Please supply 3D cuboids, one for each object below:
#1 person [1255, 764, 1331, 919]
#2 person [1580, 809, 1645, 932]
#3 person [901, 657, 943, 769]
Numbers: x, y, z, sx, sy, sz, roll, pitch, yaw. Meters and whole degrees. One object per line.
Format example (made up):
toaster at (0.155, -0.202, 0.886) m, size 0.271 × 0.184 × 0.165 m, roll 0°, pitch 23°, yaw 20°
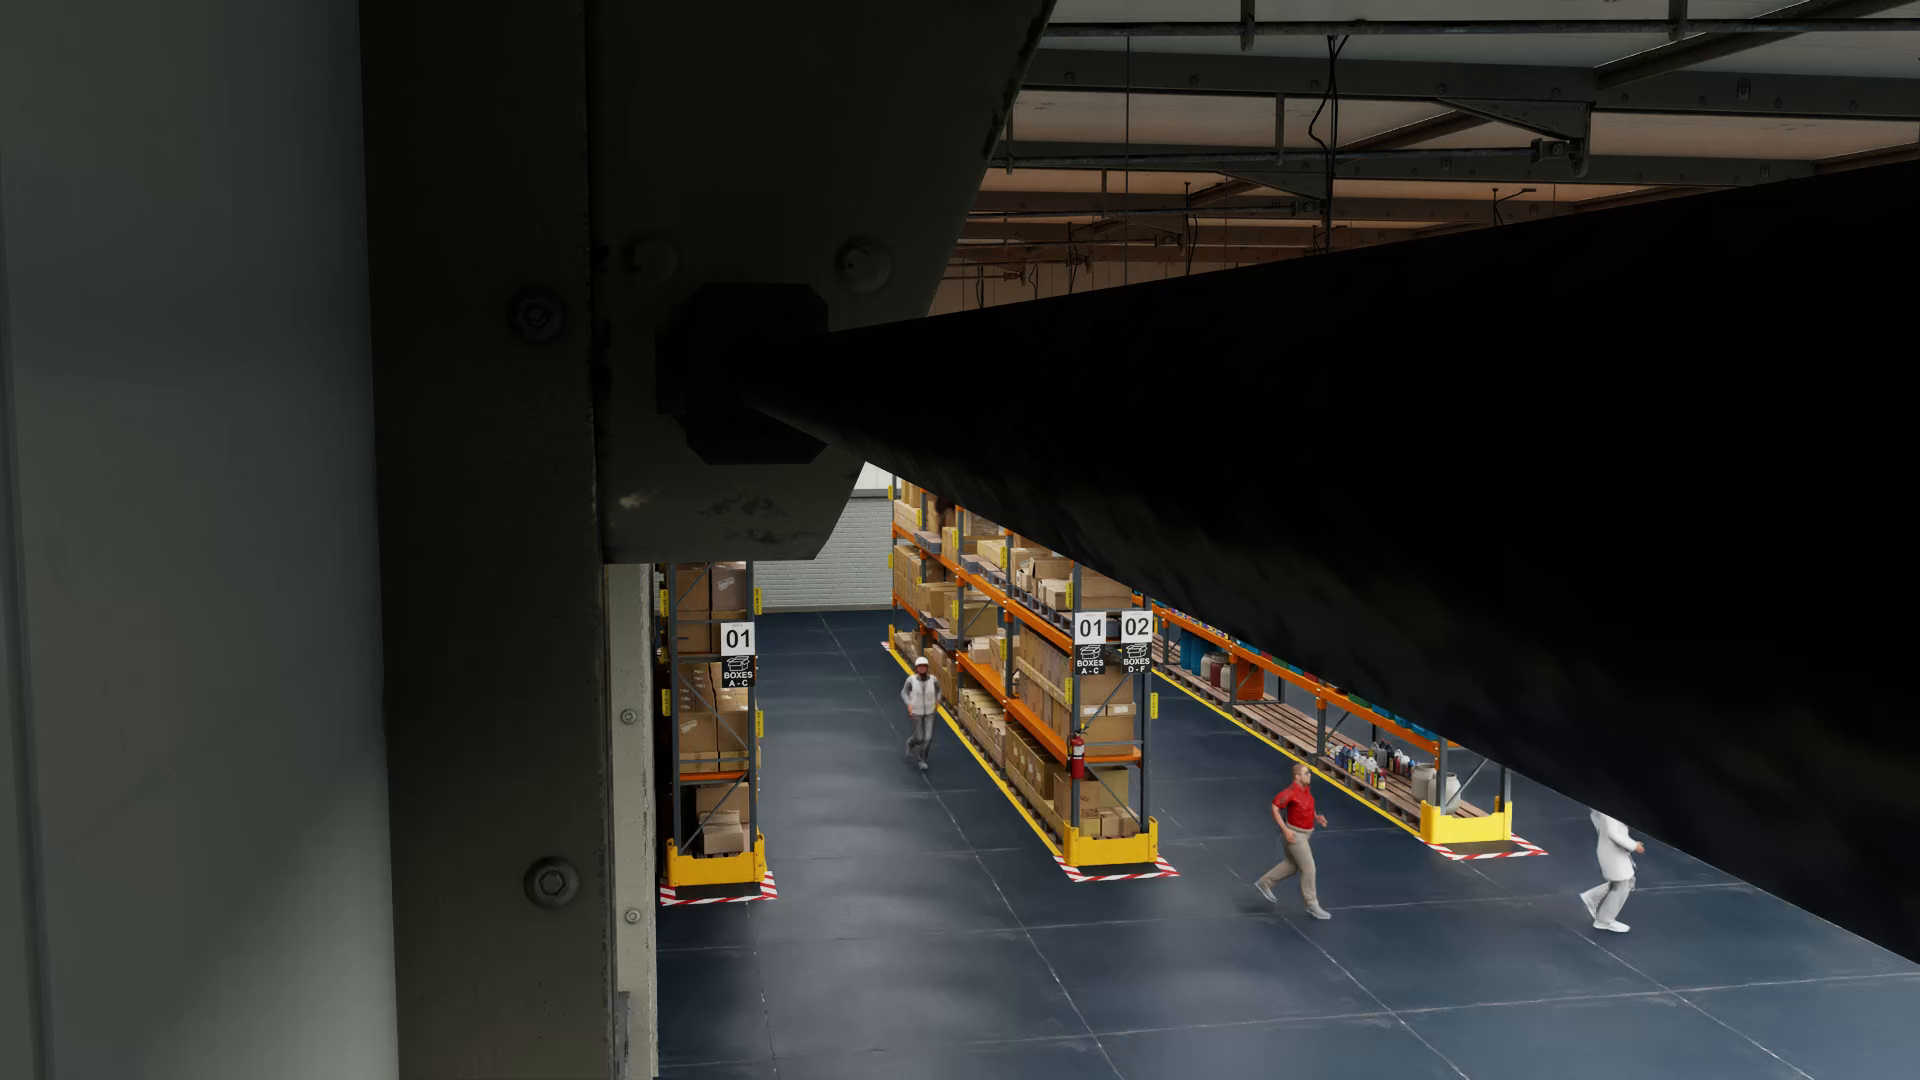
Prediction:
person at (3.843, 3.421, 19.085) m, size 0.900 × 1.747 × 0.666 m, roll 3°, pitch 7°, yaw 24°
person at (7.236, 3.502, 18.431) m, size 0.618 × 1.695 × 0.733 m, roll 1°, pitch 6°, yaw 14°
person at (-0.574, 2.679, 25.898) m, size 0.656 × 1.746 × 0.627 m, roll -1°, pitch 6°, yaw -13°
